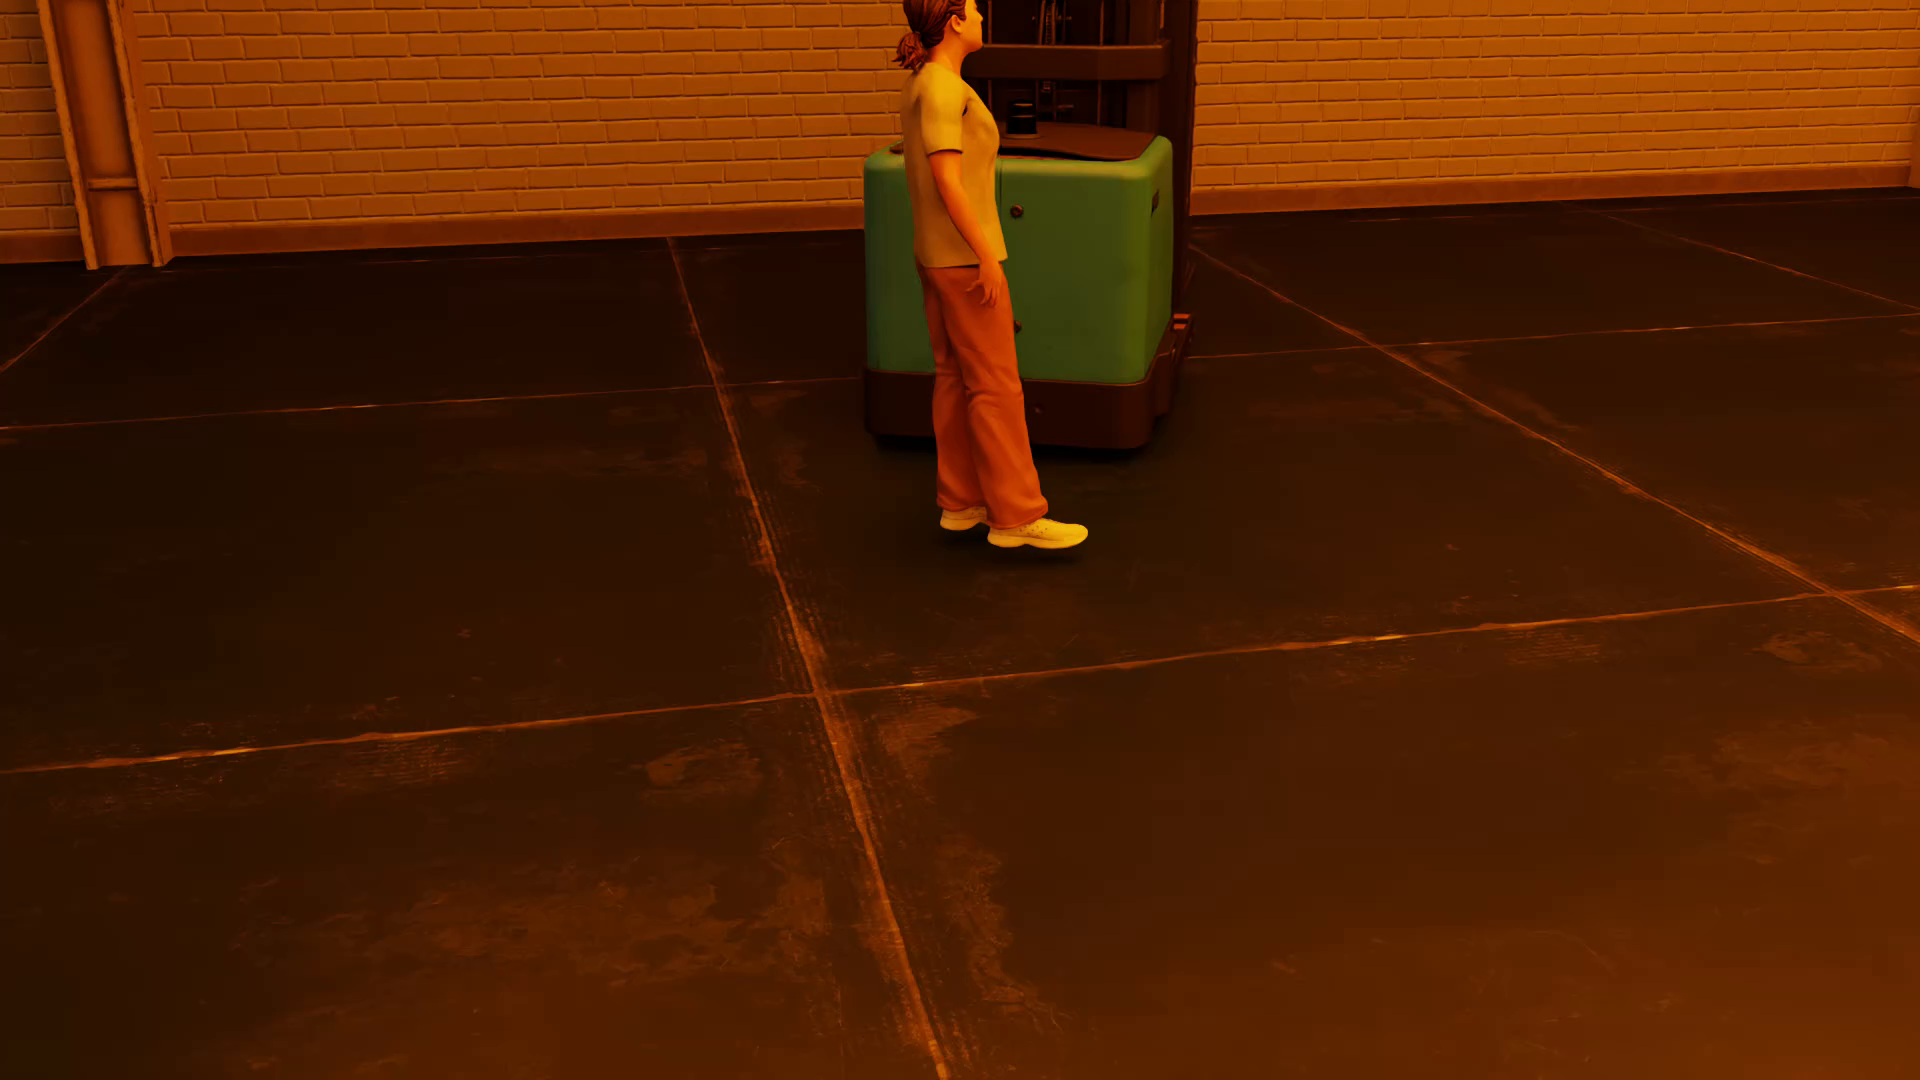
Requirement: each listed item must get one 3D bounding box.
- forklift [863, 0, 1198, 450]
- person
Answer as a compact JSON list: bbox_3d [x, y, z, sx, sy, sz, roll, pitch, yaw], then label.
[{"bbox_3d":[0.458,-2.185,6.908,1.130,2.935,3.031,4,21,11],"label":"forklift"},{"bbox_3d":[0.074,-0.829,4.987,0.549,1.676,0.553,-5,21,-12],"label":"person"}]
